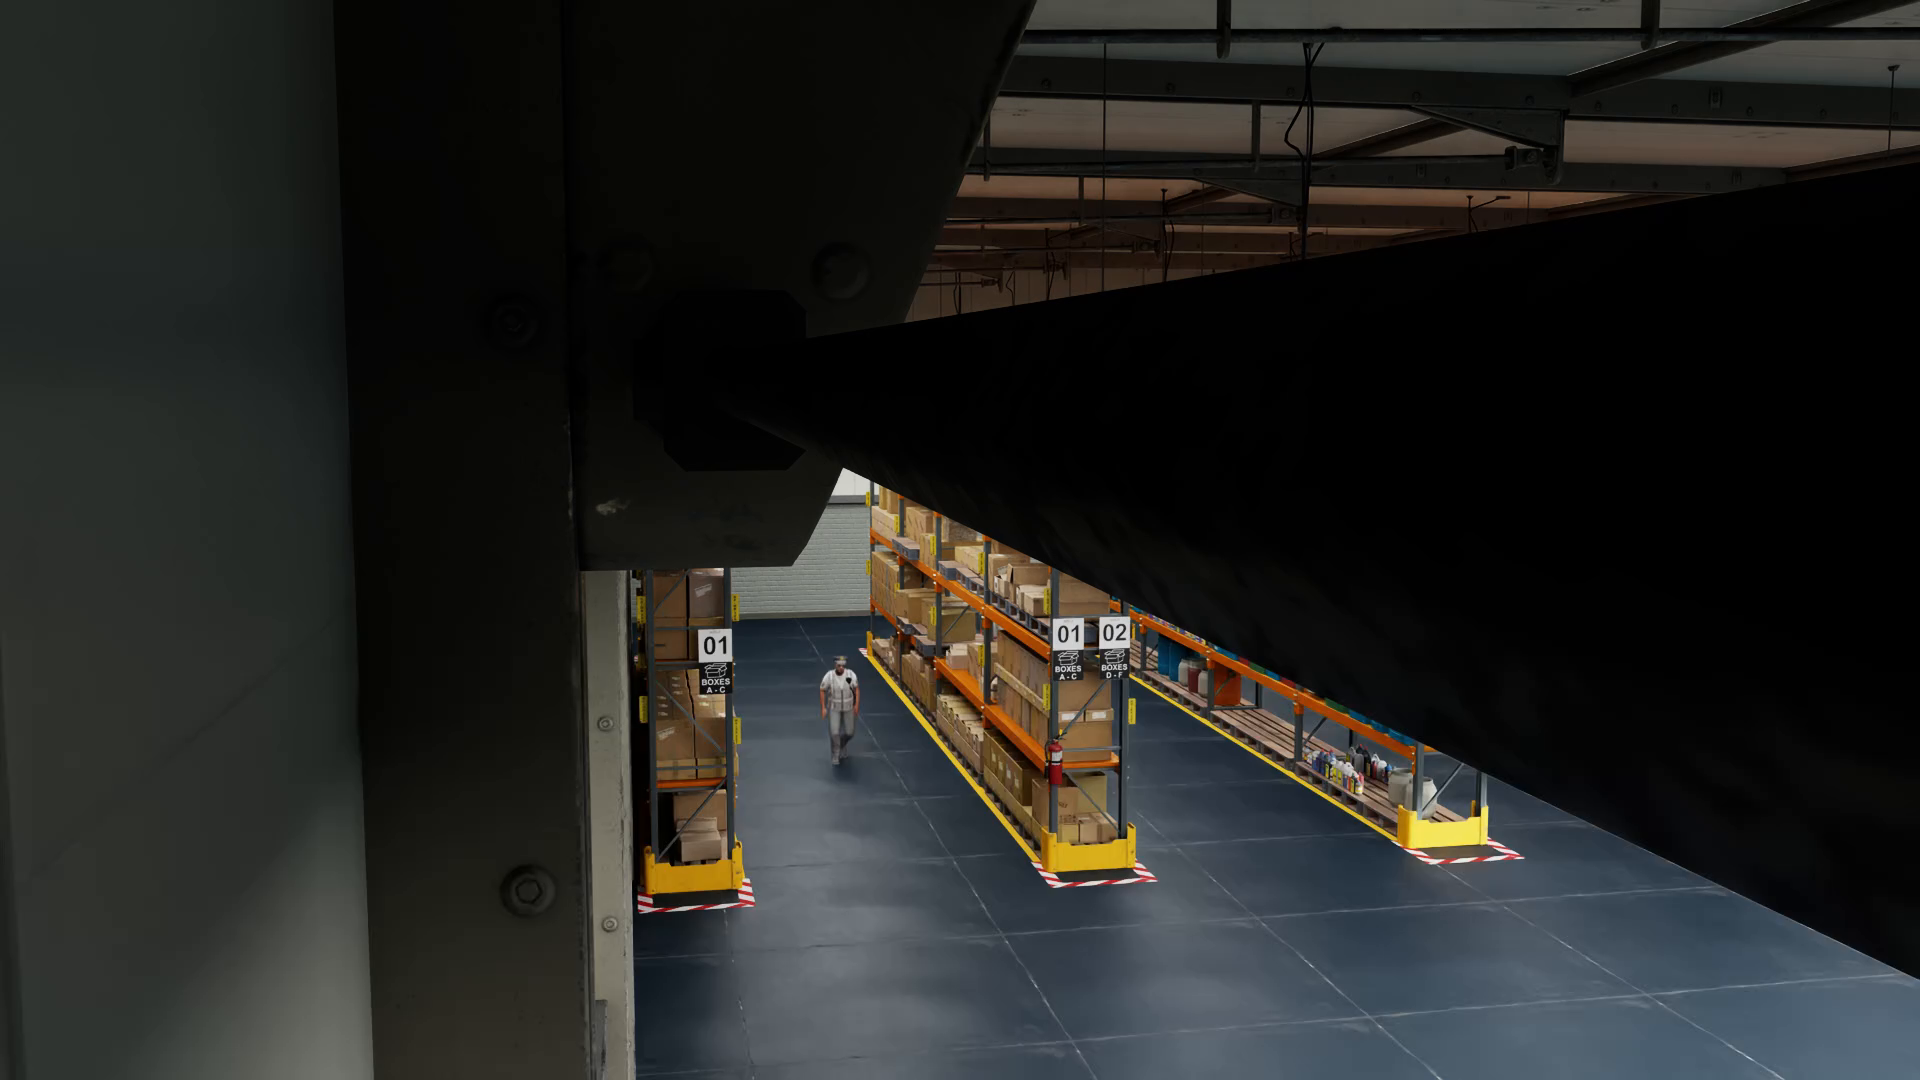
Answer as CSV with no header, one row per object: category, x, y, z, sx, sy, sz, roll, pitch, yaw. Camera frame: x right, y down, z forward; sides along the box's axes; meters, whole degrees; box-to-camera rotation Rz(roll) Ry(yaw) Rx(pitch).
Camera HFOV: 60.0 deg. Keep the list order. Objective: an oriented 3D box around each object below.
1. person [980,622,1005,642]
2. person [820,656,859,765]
person,0.729,2.055,32.977,0.691,1.691,0.599,-1,6,-6
person,-1.937,2.694,26.691,0.636,1.742,0.602,-1,6,-12
